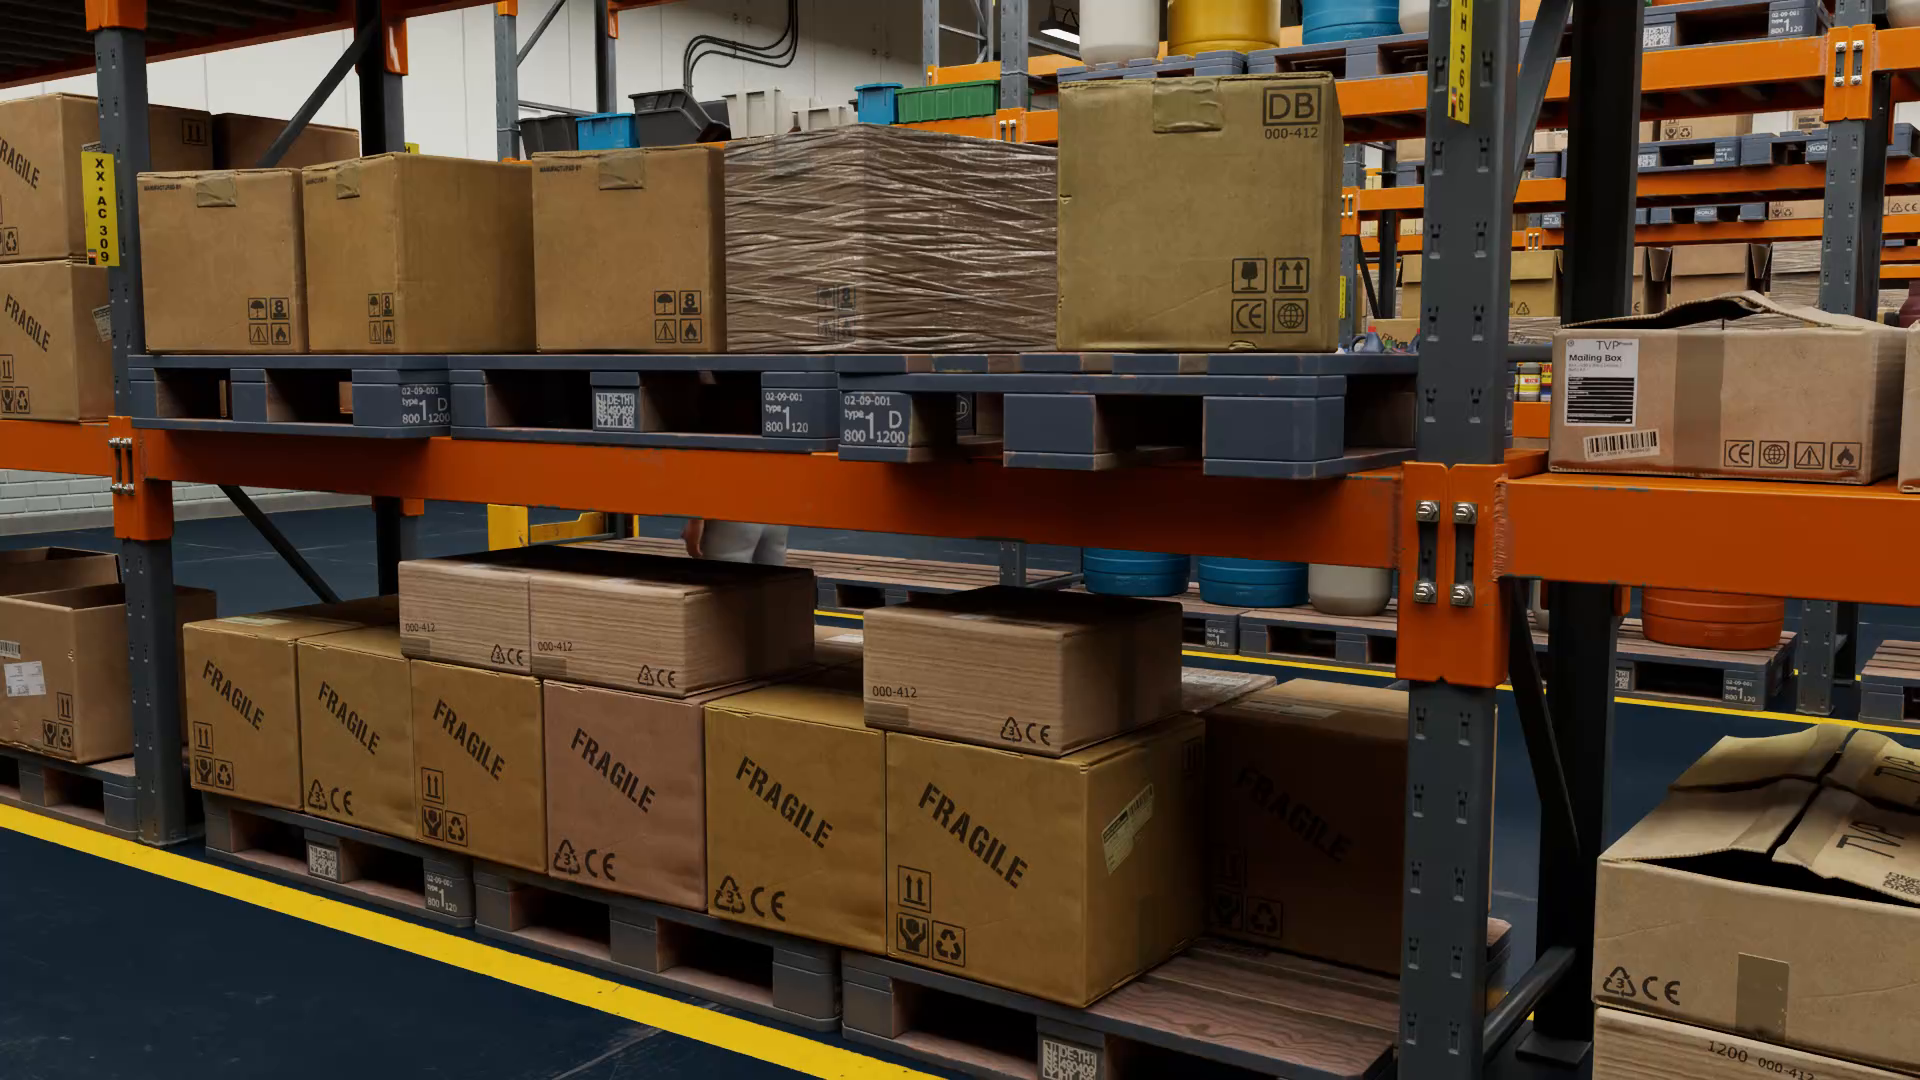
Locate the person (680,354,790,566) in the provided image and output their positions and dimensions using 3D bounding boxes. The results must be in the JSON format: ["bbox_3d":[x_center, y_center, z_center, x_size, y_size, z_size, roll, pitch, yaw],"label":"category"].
[{"bbox_3d":[-0.898,-0.088,6.660,0.393,1.756,0.529,4,8,35],"label":"person"}]
